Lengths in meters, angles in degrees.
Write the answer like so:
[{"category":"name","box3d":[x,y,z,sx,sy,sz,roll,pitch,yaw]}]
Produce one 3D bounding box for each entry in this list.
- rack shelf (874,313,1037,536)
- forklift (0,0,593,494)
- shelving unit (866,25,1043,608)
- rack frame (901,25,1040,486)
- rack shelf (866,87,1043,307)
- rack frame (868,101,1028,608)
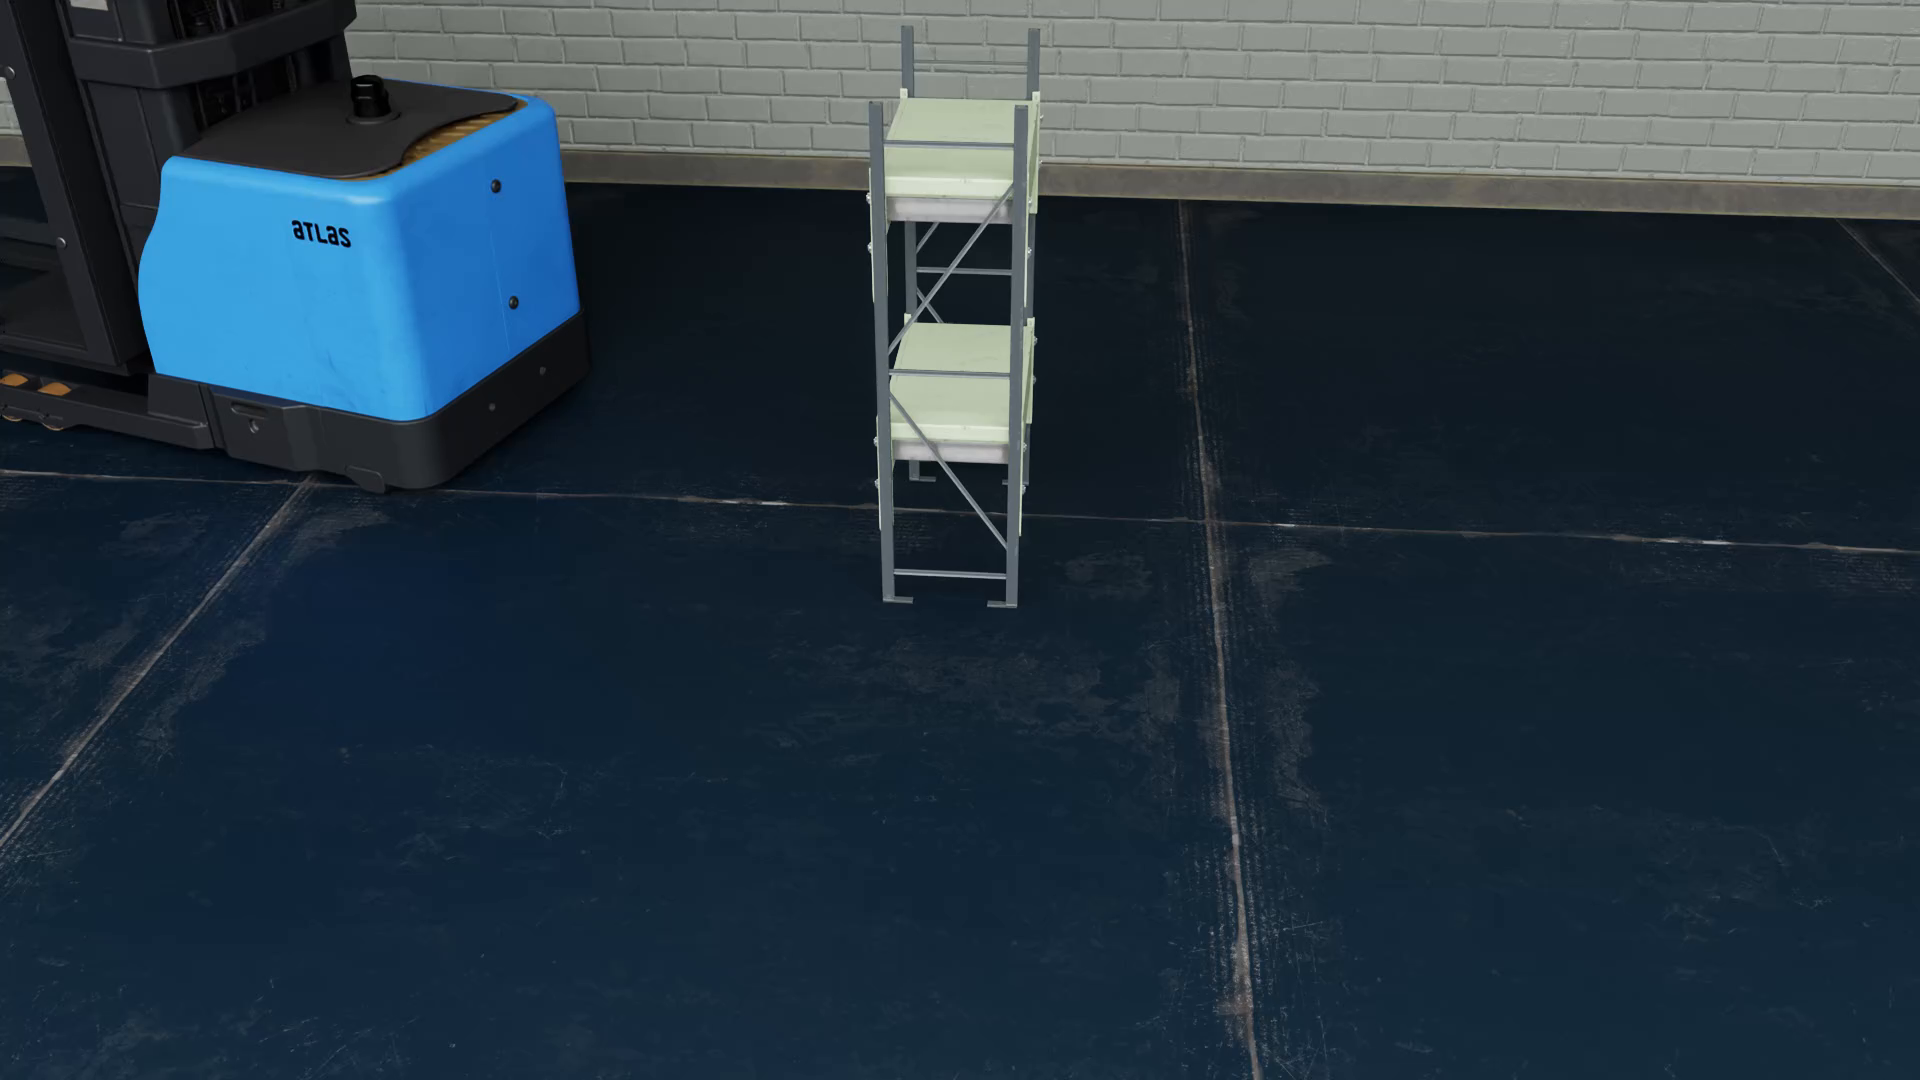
[{"category":"rack shelf","box3d":[0.001,-0.364,5.033,0.431,0.370,0.720,2,32,4]},{"category":"forklift","box3d":[-2.927,-1.878,5.503,3.031,2.935,1.130,11,33,18]},{"category":"shelving unit","box3d":[0.001,-0.642,4.862,0.431,1.500,0.755,2,32,4]},{"category":"rack frame","box3d":[0.030,-0.833,5.173,0.400,1.500,0.023,2,32,4]},{"category":"rack shelf","box3d":[0.001,-0.974,4.657,0.431,0.370,0.720,2,32,4]},{"category":"rack frame","box3d":[-0.029,-0.451,4.552,0.400,1.500,0.023,2,32,4]}]
